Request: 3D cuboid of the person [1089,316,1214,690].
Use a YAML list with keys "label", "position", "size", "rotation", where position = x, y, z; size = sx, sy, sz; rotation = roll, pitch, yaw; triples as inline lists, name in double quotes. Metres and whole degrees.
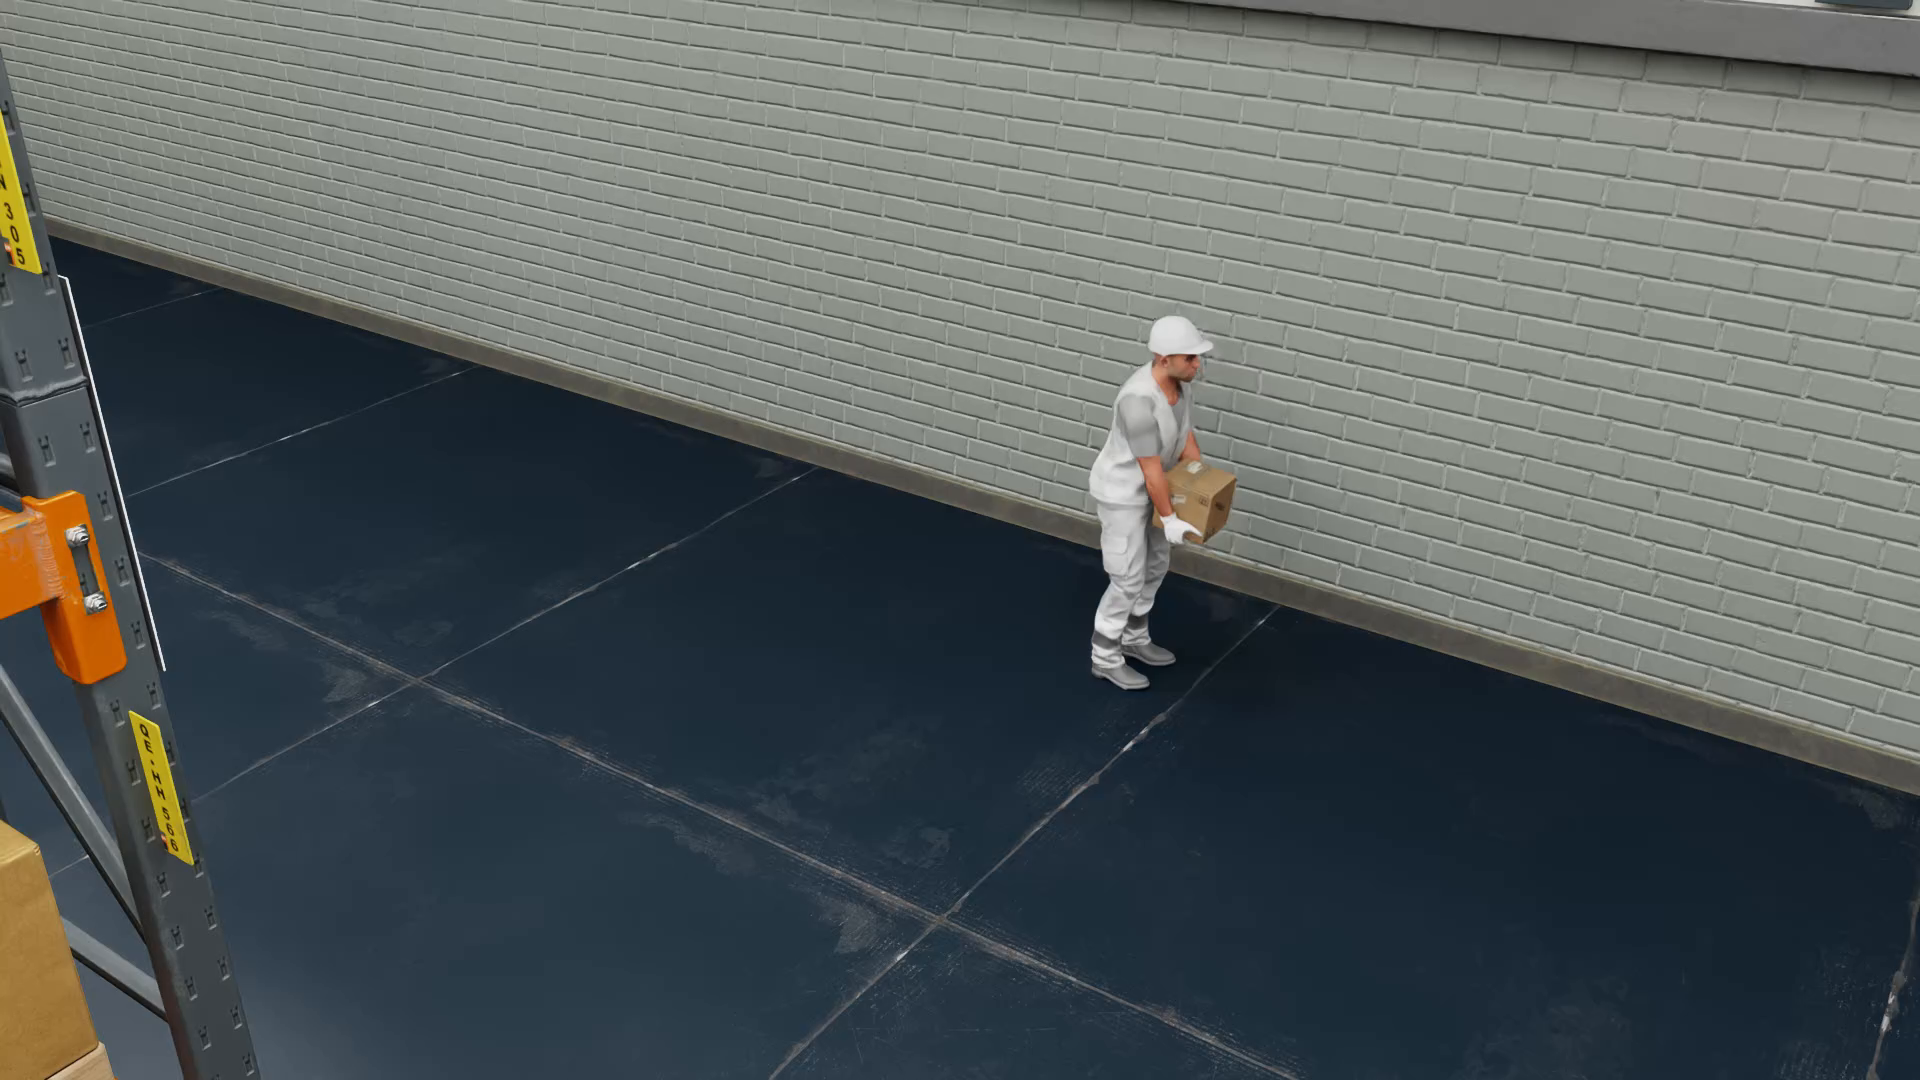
- label: "person"
  position: [0.886, -0.165, 7.444]
  size: [0.587, 1.762, 0.489]
  rotation: [17, 31, 30]
